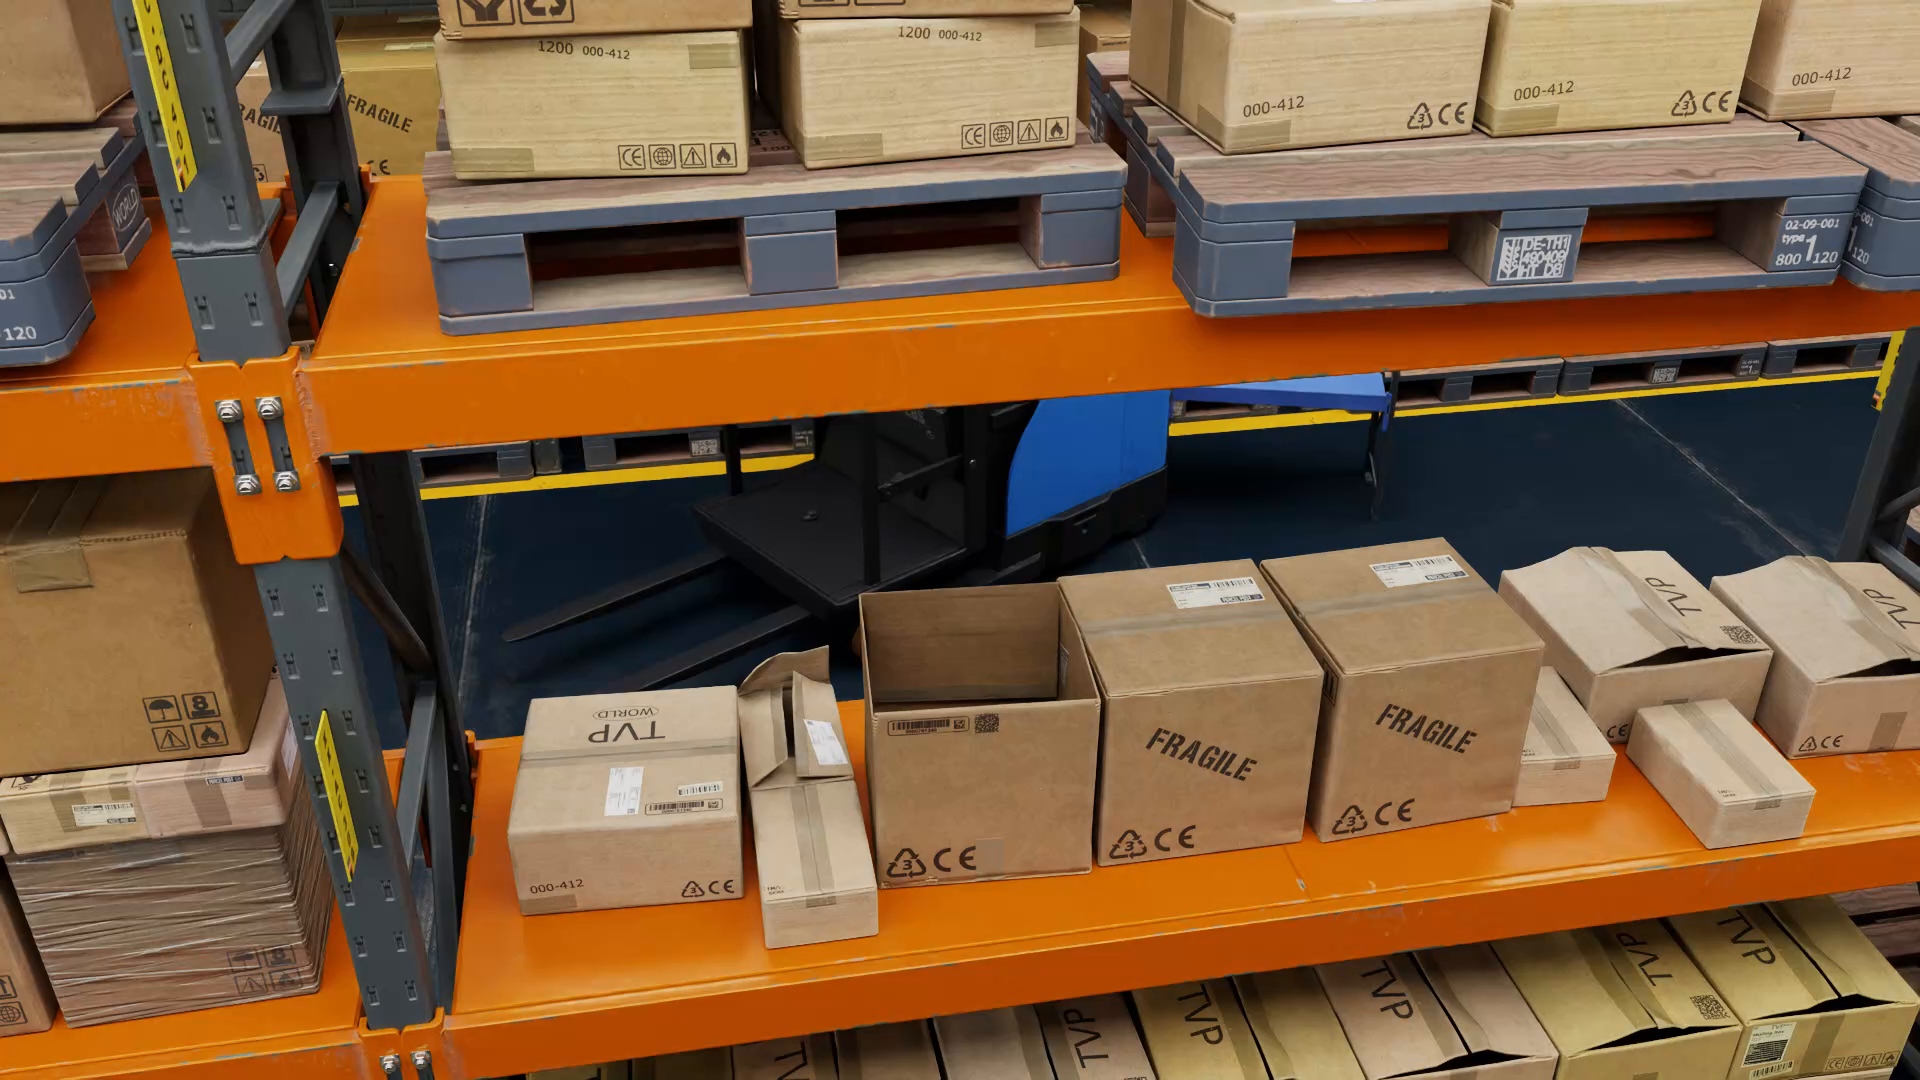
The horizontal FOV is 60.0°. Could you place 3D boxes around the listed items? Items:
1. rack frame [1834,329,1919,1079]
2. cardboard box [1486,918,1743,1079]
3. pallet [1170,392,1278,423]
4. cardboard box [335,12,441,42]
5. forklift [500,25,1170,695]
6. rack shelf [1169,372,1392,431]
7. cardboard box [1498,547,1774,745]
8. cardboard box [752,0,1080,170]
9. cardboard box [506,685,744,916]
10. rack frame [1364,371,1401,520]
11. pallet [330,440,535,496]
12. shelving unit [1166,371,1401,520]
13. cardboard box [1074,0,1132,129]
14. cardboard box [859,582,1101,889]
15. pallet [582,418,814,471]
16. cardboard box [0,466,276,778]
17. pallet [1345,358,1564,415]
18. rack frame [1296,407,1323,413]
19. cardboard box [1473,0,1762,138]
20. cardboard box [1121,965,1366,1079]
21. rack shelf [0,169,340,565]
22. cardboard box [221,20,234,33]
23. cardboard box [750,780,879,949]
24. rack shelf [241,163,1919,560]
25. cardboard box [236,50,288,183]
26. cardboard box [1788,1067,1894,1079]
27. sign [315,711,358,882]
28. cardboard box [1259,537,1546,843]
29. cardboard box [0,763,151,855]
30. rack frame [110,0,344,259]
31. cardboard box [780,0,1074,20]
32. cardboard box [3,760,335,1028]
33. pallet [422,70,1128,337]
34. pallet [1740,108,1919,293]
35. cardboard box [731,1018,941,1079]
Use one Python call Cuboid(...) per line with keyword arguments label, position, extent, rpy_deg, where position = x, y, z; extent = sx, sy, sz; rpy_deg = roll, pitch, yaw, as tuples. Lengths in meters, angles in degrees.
Cuboid(label="rack frame", position=(2.690, 0.238, 4.385), extent=(0.127, 3.000, 1.000), rpy_deg=(-5, 31, -9))
Cuboid(label="cardboard box", position=(1.709, 1.222, 4.457), extent=(0.500, 0.311, 0.500), rpy_deg=(-6, 31, -10))
Cuboid(label="pallet", position=(1.025, -0.958, 9.172), extent=(1.213, 0.211, 1.003), rpy_deg=(-5, 31, -9))
Cuboid(label="cardboard box", position=(-2.641, -2.194, 7.911), extent=(0.500, 0.500, 0.500), rpy_deg=(-6, 31, -10))
Cuboid(label="forklift", position=(-0.476, -1.057, 6.656), extent=(3.031, 2.935, 1.130), rpy_deg=(-23, 38, -34))
Cuboid(label="rack shelf", position=(1.505, -0.746, 7.893), extent=(1.000, 0.185, 0.538), rpy_deg=(4, 31, 6))
Cuboid(label="cardboard box", position=(1.775, 0.262, 4.433), extent=(0.500, 0.311, 0.500), rpy_deg=(-6, 31, -10))
Cuboid(label="cardboard box", position=(-0.097, -0.909, 3.110), extent=(0.500, 0.250, 0.500), rpy_deg=(-8, 31, -14))
Cuboid(label="cardboard box", position=(-0.768, 0.602, 3.916), extent=(0.500, 0.250, 0.500), rpy_deg=(-3, 31, -6))
Cuboid(label="rack frame", position=(2.009, -0.868, 7.746), extent=(0.032, 1.500, 0.500), rpy_deg=(4, 31, 6))
Cuboid(label="pallet", position=(-2.795, -0.585, 8.536), extent=(1.213, 0.211, 1.003), rpy_deg=(-5, 31, -9))
Cuboid(label="shelving unit", position=(1.505, -0.901, 7.802), extent=(1.048, 1.500, 0.538), rpy_deg=(4, 31, 6))
Cuboid(label="cardboard box", position=(0.789, -2.351, 8.257), extent=(0.500, 0.500, 0.700), rpy_deg=(-8, 31, -14))
Cuboid(label="cardboard box", position=(0.032, 0.450, 3.926), extent=(0.500, 0.500, 0.500), rpy_deg=(-3, 31, -5))
Cuboid(label="pallet", position=(-1.375, -0.736, 8.793), extent=(1.213, 0.211, 1.003), rpy_deg=(-5, 31, -9))
Cuboid(label="cardboard box", position=(-1.680, 0.045, 3.336), extent=(0.500, 0.500, 0.700), rpy_deg=(-5, 31, -9))
Cuboid(label="pallet", position=(2.583, -1.063, 9.350), extent=(1.213, 0.211, 1.003), rpy_deg=(-5, 31, -9))
Cuboid(label="rack frame", position=(1.794, -2.231, 8.585), extent=(0.127, 3.000, 1.000), rpy_deg=(-5, 31, -9))
Cuboid(label="cardboard box", position=(1.177, -0.998, 3.262), extent=(0.500, 0.250, 0.500), rpy_deg=(-6, 31, -10))
Cuboid(label="cardboard box", position=(0.719, 1.312, 4.305), extent=(0.500, 0.311, 0.500), rpy_deg=(-4, 31, -8))
Cuboid(label="rack shelf", position=(-3.212, -0.197, 2.876), extent=(4.000, 0.370, 1.077), rpy_deg=(-5, 31, -9))
Cuboid(label="cardboard box", position=(-3.641, -2.106, 7.761), extent=(0.500, 0.500, 0.500), rpy_deg=(-4, 31, -8))
Cuboid(label="cardboard box", position=(-0.336, 0.733, 3.792), extent=(0.250, 0.149, 0.380), rpy_deg=(-5, 31, -9))
Cuboid(label="rack shelf", position=(0.723, -0.562, 3.497), extent=(4.000, 0.370, 1.077), rpy_deg=(-5, 31, -9))
Cuboid(label="cardboard box", position=(-3.040, -1.887, 7.389), extent=(0.500, 0.500, 0.500), rpy_deg=(-5, 31, -9))
Cuboid(label="cardboard box", position=(2.216, 1.412, 4.687), extent=(0.500, 0.250, 0.500), rpy_deg=(-5, 31, -8))
Cuboid(label="sign", position=(-1.143, 0.473, 3.054), extent=(0.005, 0.325, 0.100), rpy_deg=(-5, 31, -9))
Cuboid(label="cardboard box", position=(1.042, 0.357, 4.085), extent=(0.500, 0.500, 0.500), rpy_deg=(-7, 31, -12))
Cuboid(label="cardboard box", position=(-1.717, 0.434, 3.314), extent=(0.250, 0.149, 0.380), rpy_deg=(-6, 31, -10))
Cuboid(label="rack frame", position=(-1.245, -1.982, 2.243), extent=(0.127, 3.000, 1.000), rpy_deg=(-5, 31, -9))
Cuboid(label="cardboard box", position=(-0.075, -1.229, 2.916), extent=(0.500, 0.500, 0.500), rpy_deg=(-2, 31, -4))
Cuboid(label="cardboard box", position=(-1.680, 0.604, 3.664), extent=(0.500, 0.500, 0.700), rpy_deg=(-6, 31, -10))
Cuboid(label="pallet", position=(-0.379, -0.694, 3.200), extent=(1.217, 0.209, 0.805), rpy_deg=(-7, 31, -11))
Cuboid(label="pallet", position=(2.038, -0.867, 3.491), extent=(1.003, 0.211, 1.213), rpy_deg=(-4, 31, -7))
Cuboid(label="cardboard box", position=(-0.300, 1.410, 4.139), extent=(0.500, 0.311, 0.500), rpy_deg=(-6, 31, -10))
